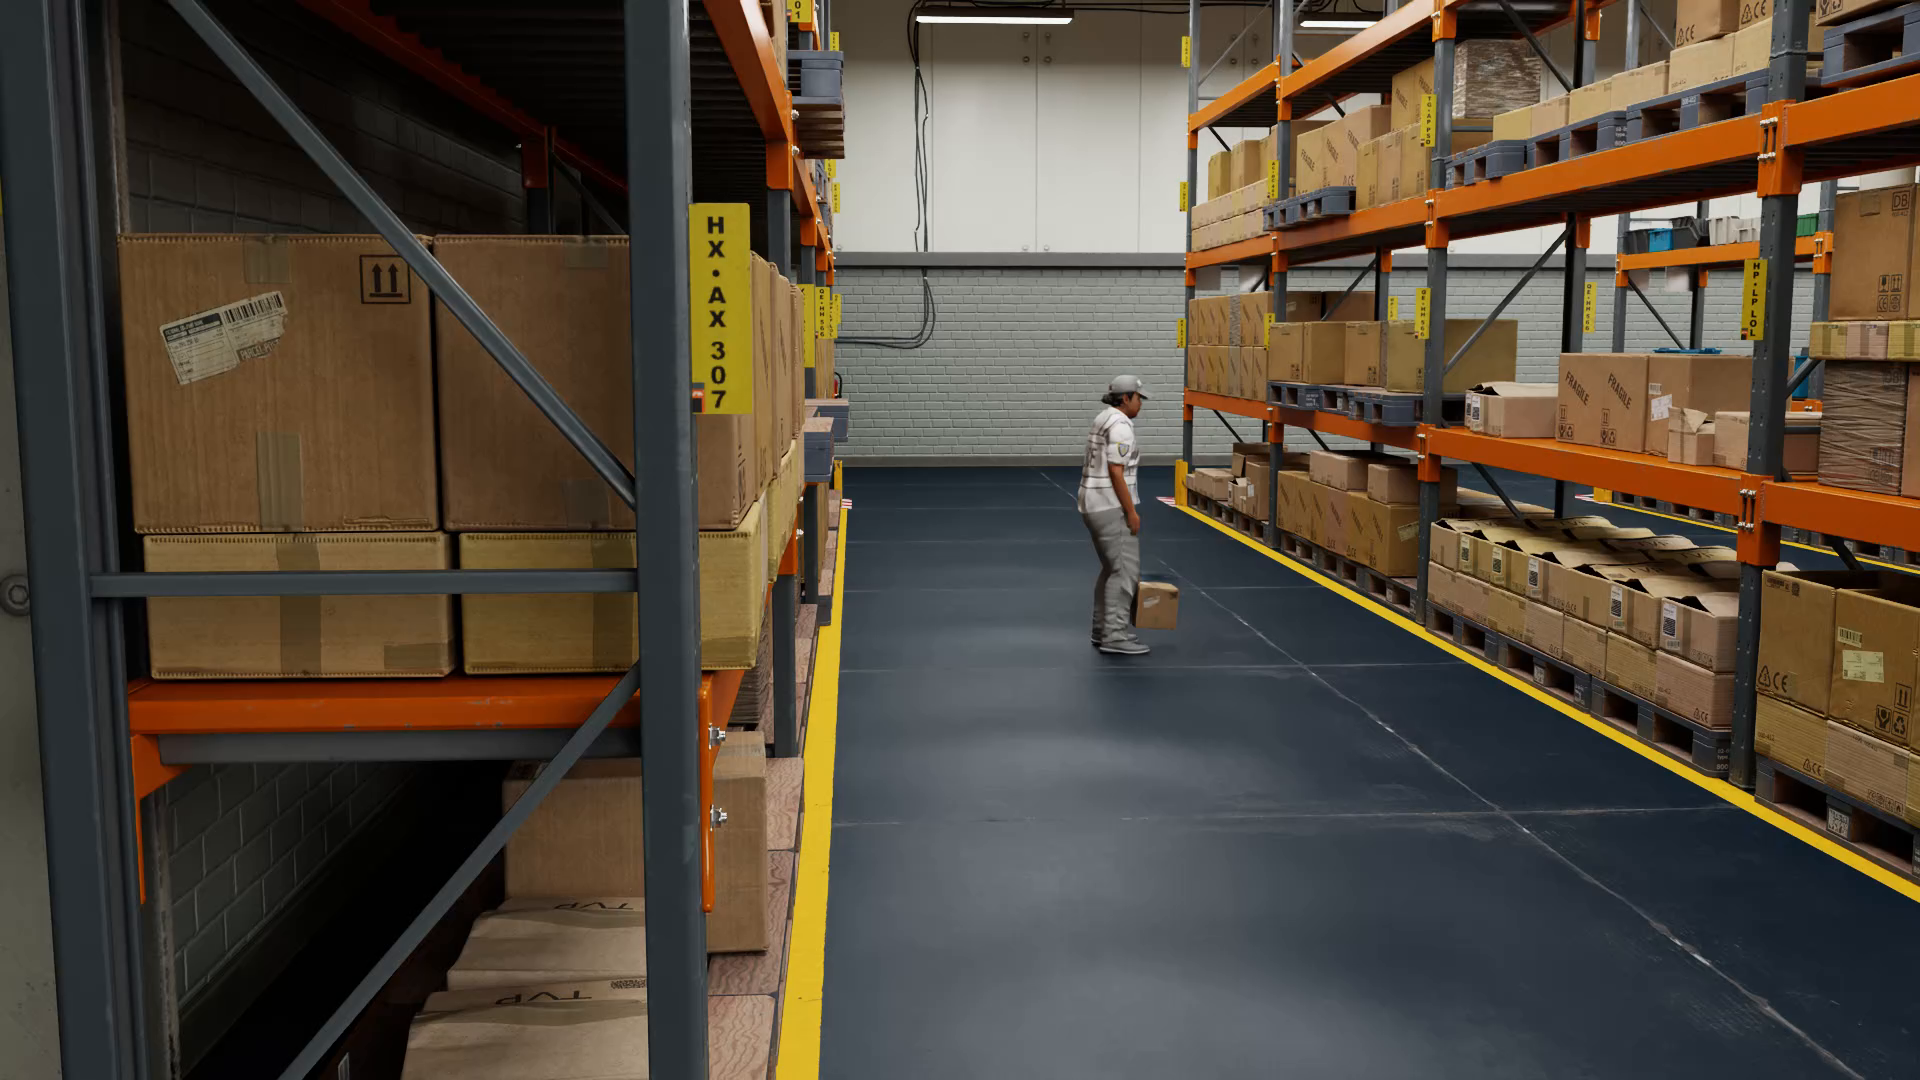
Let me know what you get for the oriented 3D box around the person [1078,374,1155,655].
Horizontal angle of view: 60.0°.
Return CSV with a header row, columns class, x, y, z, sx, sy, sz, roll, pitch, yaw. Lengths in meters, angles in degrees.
class,x,y,z,sx,sy,sz,roll,pitch,yaw
person,0.953,-0.166,10.078,0.454,1.668,0.533,-1,7,-6
